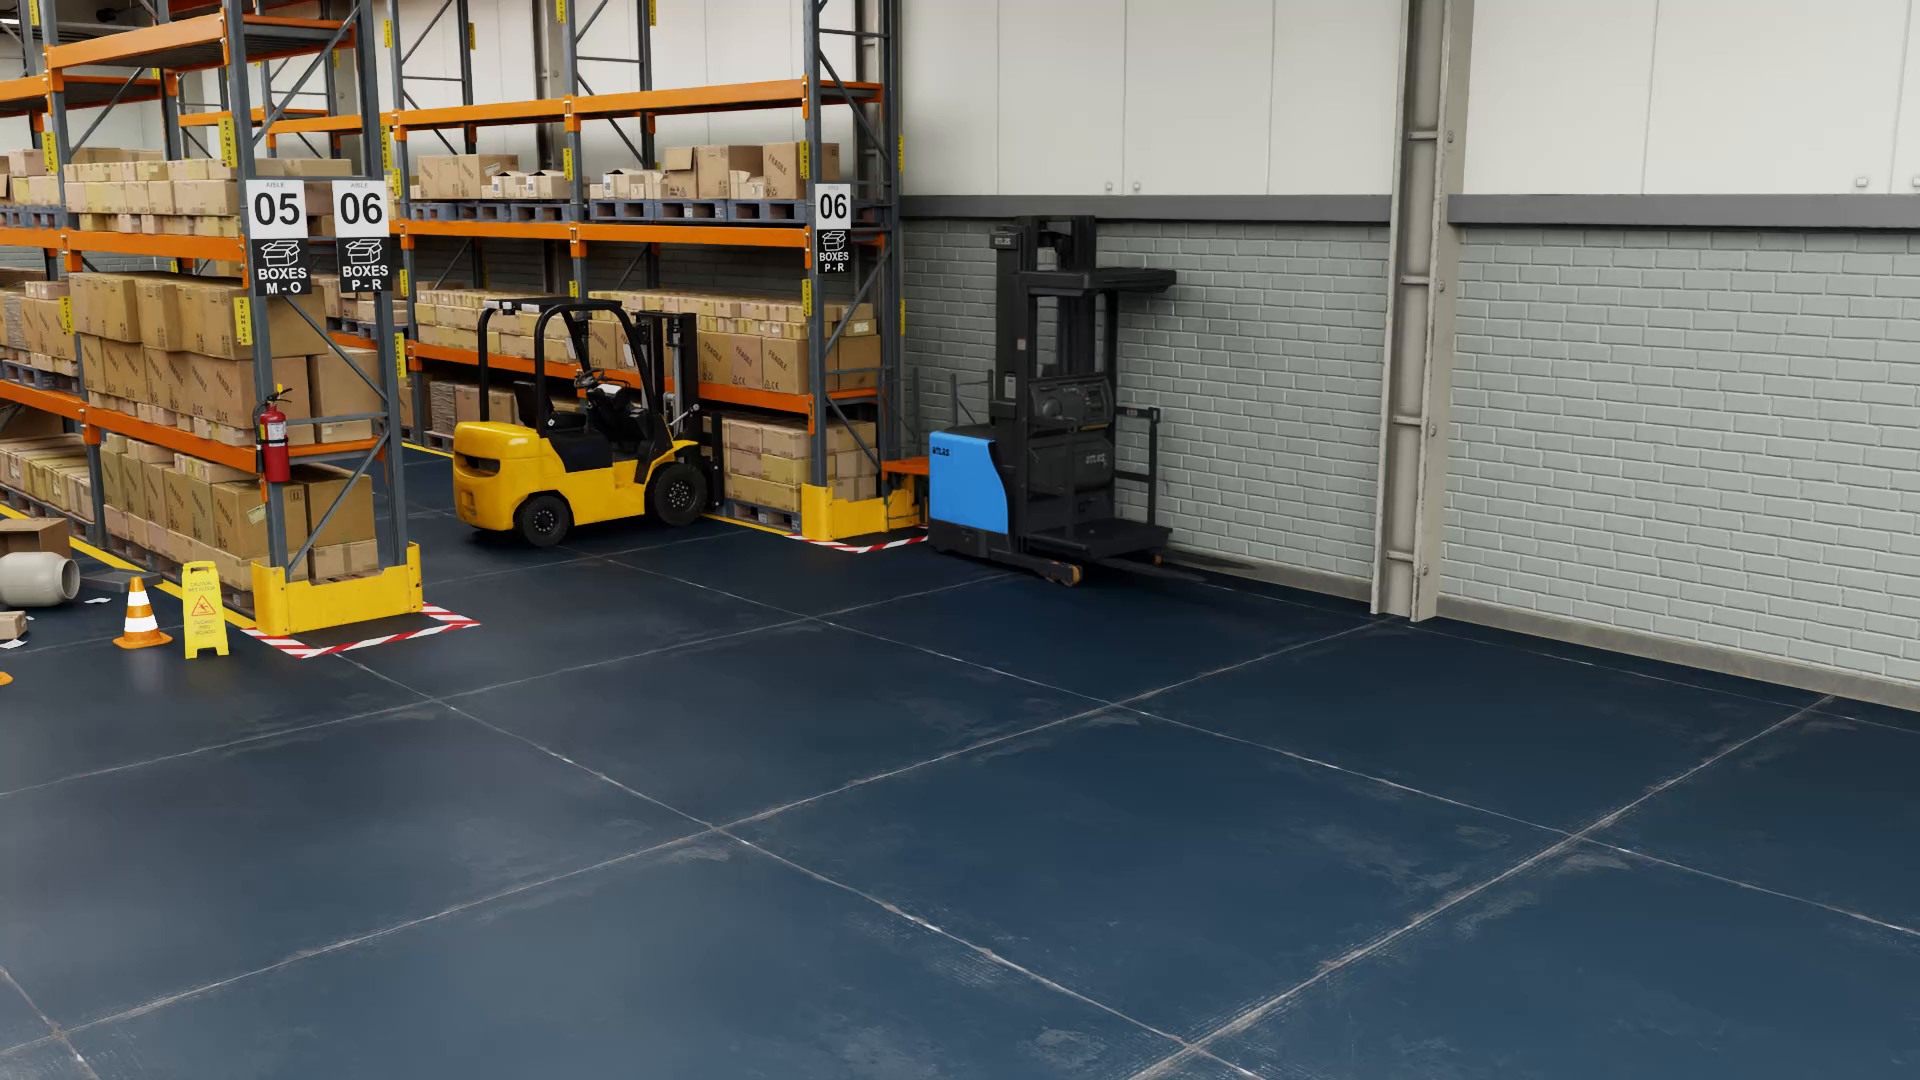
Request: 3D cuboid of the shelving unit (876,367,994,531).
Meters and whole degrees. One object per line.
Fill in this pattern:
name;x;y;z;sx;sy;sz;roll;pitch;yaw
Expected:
shelving unit;-0.217;-0.816;15.353;0.587;1.500;1.083;-12;13;-42

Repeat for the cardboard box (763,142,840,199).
cardboard box;-1.446;-3.364;15.176;0.500;0.500;0.500;-10;15;-41

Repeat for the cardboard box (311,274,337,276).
cardboard box;-9.079;-3.465;23.347;0.700;0.500;0.500;-10;16;-41

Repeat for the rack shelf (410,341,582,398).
rack shelf;-5.108;-2.084;19.716;1.077;0.370;4.000;-11;16;-43

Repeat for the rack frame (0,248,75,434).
rack frame;-10.077;-2.036;17.700;1.000;3.000;0.127;-11;16;-43

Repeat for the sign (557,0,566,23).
sign;-4.111;-5.502;17.143;0.100;0.325;0.005;-11;16;-43

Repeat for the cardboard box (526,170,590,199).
cardboard box;-4.403;-3.897;18.228;0.500;0.311;0.500;11;16;43

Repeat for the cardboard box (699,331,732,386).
cardboard box;-2.200;-1.797;16.290;0.500;0.500;0.500;-11;16;-44

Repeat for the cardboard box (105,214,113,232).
cardboard box;-6.885;-2.652;13.878;0.380;0.149;0.250;-11;16;-43

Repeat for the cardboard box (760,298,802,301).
cardboard box;-1.751;-2.305;16.411;0.380;0.149;0.250;-10;15;-41

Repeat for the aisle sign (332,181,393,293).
aisle sign;-4.285;-2.176;11.936;0.394;0.787;0.004;-11;16;-43

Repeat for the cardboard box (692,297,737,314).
cardboard box;-2.428;-2.319;16.481;0.380;0.149;0.250;-11;16;-42

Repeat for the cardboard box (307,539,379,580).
cardboard box;-4.909;0.116;13.026;0.500;0.250;0.500;-11;16;-43

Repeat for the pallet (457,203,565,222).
pallet;-5.181;-3.856;19.566;1.003;0.211;1.213;-10;15;-40

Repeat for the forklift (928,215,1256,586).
forklift;1.074;-1.181;13.720;1.130;2.935;3.031;-10;15;-41

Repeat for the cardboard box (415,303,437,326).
cardboard box;-6.378;-2.798;20.528;0.500;0.250;0.500;-11;16;-43

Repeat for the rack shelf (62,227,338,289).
rack shelf;-5.933;-2.277;13.220;1.077;0.370;4.000;-11;16;-43

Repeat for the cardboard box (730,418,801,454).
cardboard box;-1.865;-1.007;16.000;0.500;0.250;0.500;-11;16;-42

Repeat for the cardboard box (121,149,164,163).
cardboard box;-7.779;-3.511;15.517;0.500;0.250;0.500;-11;16;-44

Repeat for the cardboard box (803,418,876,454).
cardboard box;-1.160;-1.006;15.996;0.500;0.250;0.500;-11;16;-43

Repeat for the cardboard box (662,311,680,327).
cardboard box;-2.834;-2.237;16.821;0.250;0.149;0.380;11;16;43

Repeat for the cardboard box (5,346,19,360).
cardboard box;-9.262;-1.886;16.552;0.380;0.149;0.250;-10;15;-39

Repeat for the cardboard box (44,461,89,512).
cardboard box;-8.177;-0.552;15.966;0.950;0.372;0.625;-10;15;-39

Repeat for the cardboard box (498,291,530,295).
cardboard box;-5.378;-2.932;20.192;0.380;0.149;0.250;-11;16;-43

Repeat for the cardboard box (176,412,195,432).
cardboard box;-5.899;-0.947;13.037;0.380;0.149;0.250;-11;16;-43

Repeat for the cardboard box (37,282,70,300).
cardboard box;-8.282;-2.305;15.372;0.250;0.149;0.380;11;16;43

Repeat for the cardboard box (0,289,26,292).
cardboard box;-9.568;-2.264;16.778;0.500;0.500;0.500;-10;15;-40

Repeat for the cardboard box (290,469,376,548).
cardboard box;-4.926;-0.255;12.967;0.500;0.500;0.500;11;16;43

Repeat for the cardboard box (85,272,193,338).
cardboard box;-6.830;-1.965;13.891;0.700;0.500;0.500;-11;16;-42

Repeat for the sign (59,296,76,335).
sign;-7.713;-1.942;14.372;0.100;0.325;0.005;-11;16;-43

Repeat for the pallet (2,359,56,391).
pallet;-8.680;-1.659;16.345;1.003;0.211;1.213;-11;16;-43

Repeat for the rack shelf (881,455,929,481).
rack shelf;-0.203;-0.638;15.377;0.538;0.185;1.000;-12;13;-42

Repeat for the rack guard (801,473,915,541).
rack guard;-0.948;-0.333;15.628;1.175;0.500;0.348;-11;16;-43

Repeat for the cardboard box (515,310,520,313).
cardboard box;-4.859;-2.675;18.947;0.250;0.149;0.380;11;16;44

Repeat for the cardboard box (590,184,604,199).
cardboard box;-3.637;-3.638;17.373;0.380;0.149;0.250;-10;16;-41

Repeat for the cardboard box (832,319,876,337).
cardboard box;-1.011;-2.013;15.733;0.250;0.149;0.380;11;16;44

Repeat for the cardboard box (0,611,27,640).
cardboard box;-6.918;0.618;11.882;0.380;0.149;0.250;-3;12;-13

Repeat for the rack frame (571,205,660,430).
rack frame;-3.727;-2.145;18.226;1.000;3.000;0.127;-11;16;-43

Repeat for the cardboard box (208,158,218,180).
cardboard box;-5.149;-2.657;11.924;0.380;0.149;0.250;-11;16;-42

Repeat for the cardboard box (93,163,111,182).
cardboard box;-6.794;-2.982;13.503;0.380;0.149;0.250;-11;16;-43

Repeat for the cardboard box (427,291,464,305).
cardboard box;-6.297;-2.969;20.371;0.380;0.149;0.250;-10;16;-41

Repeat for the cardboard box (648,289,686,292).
cardboard box;-3.145;-2.610;17.893;0.250;0.149;0.380;11;16;44

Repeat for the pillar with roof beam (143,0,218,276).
pillar with roof beam;-16.338;-6.754;25.729;9.100;9.000;0.548;-11;16;-43

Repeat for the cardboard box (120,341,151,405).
cardboard box;-6.511;-1.399;13.622;0.500;0.500;0.500;-11;16;-43

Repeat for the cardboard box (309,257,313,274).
cardboard box;-10.088;-4.006;25.038;0.500;0.500;0.500;11;16;44

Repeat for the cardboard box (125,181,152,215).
cardboard box;-6.159;-2.669;12.973;0.500;0.250;0.500;-11;16;-42

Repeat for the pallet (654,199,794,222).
pallet;-2.281;-3.272;16.482;1.003;0.211;1.213;-11;16;-43

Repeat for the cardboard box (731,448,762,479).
cardboard box;-1.865;-0.767;16.073;0.500;0.250;0.500;-11;16;-43

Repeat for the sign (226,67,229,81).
sign;-11.598;-7.444;26.372;0.100;0.325;0.005;-11;16;-43

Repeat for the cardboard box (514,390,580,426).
cardboard box;-4.626;-1.376;19.341;0.875;0.625;0.625;-11;16;-43

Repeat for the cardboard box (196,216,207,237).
cardboard box;-5.355;-2.303;12.185;0.380;0.149;0.250;-10;15;-41
